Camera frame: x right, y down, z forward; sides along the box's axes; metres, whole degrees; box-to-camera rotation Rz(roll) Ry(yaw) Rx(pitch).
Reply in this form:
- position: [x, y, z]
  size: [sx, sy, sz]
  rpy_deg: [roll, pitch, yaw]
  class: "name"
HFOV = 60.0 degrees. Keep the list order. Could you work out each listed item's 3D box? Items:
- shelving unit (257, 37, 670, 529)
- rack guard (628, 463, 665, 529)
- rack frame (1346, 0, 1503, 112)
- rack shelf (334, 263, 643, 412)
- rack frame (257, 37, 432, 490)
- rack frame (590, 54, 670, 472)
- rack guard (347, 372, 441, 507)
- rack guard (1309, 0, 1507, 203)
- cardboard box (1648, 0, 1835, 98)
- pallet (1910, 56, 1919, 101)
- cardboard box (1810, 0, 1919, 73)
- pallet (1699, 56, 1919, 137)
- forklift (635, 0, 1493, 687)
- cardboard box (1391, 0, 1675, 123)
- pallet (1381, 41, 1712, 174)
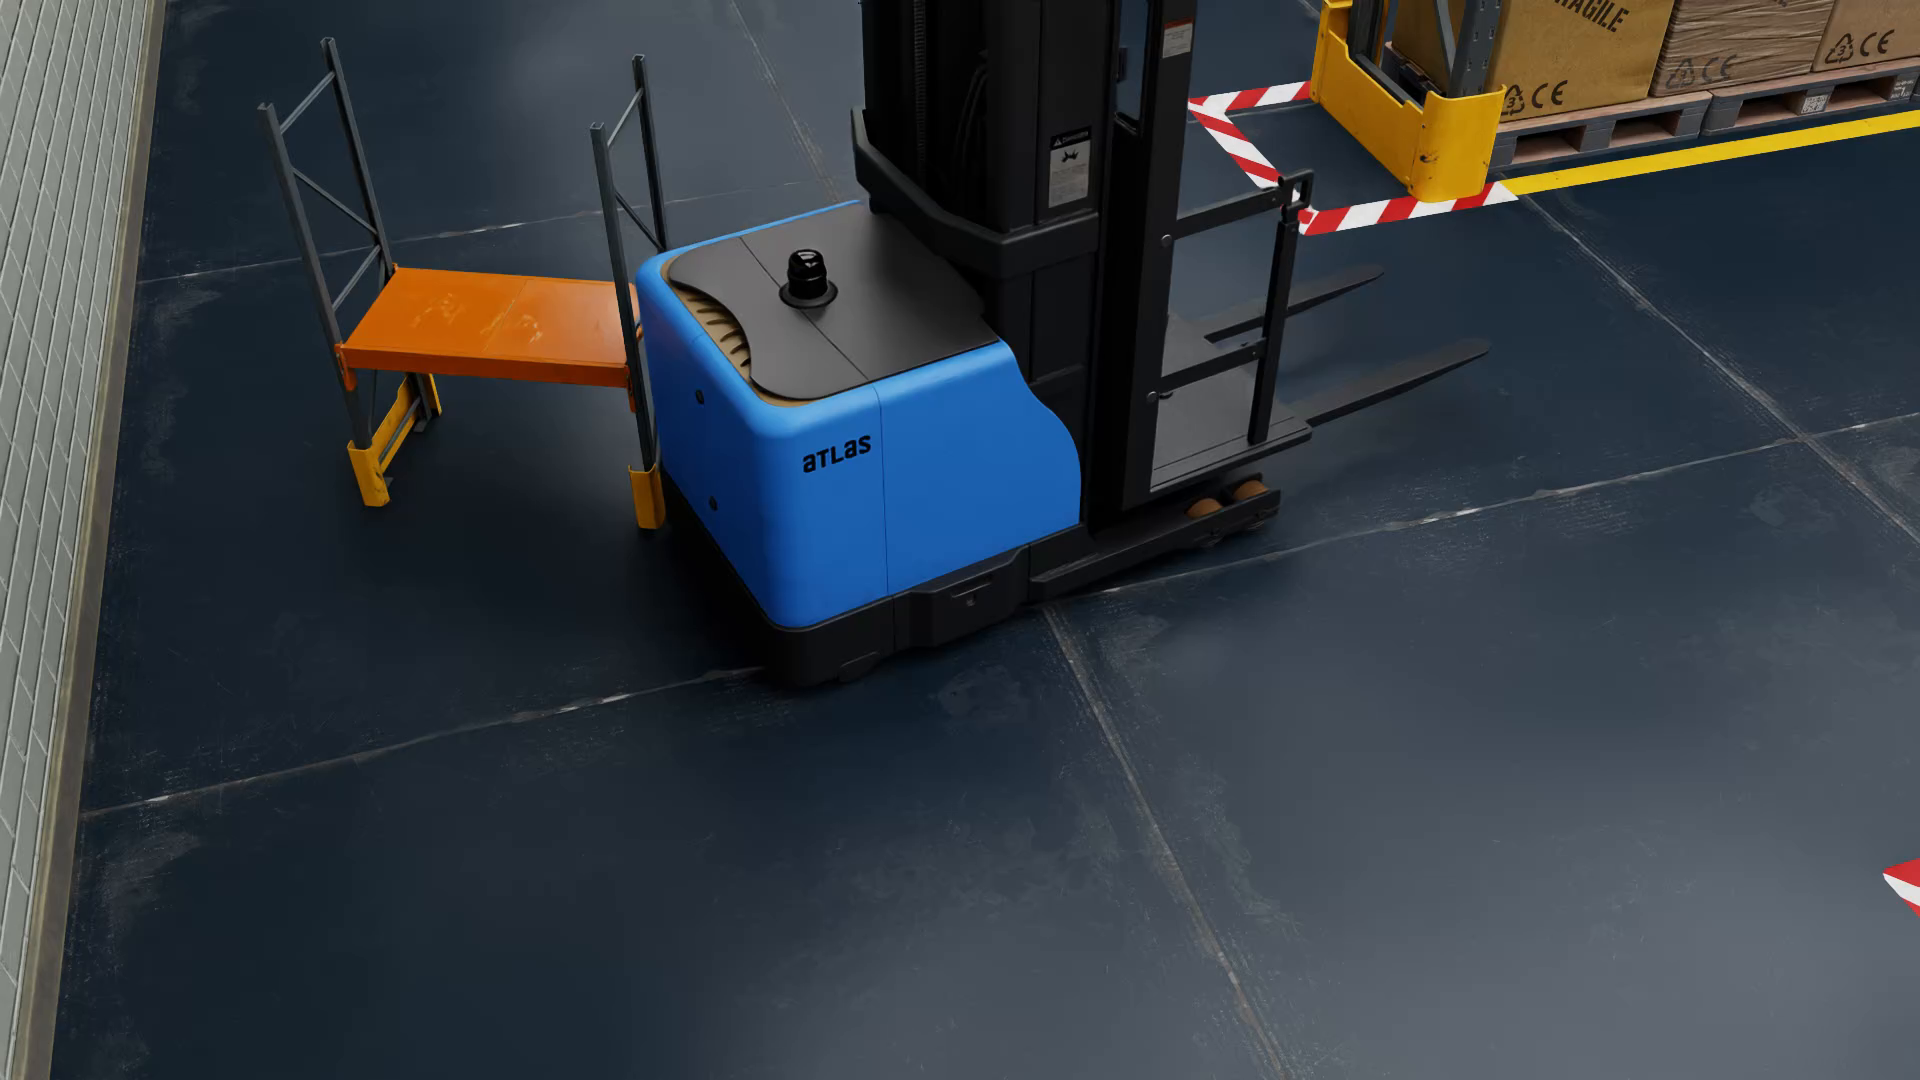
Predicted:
- position: [-1.547, -0.836, 5.567]
  size: [1.083, 1.500, 0.587]
  rpy_deg: [5, 41, 5]
  class: "shelving unit"
- position: [-1.052, -0.325, 5.933]
  size: [0.087, 0.250, 0.587]
  rpy_deg: [5, 41, 5]
  class: "rack guard"
- position: [2.084, -3.041, 6.951]
  size: [0.127, 3.000, 1.000]
  rpy_deg: [-12, 42, -13]
  class: "rack frame"
- position: [-1.538, -0.700, 5.684]
  size: [1.000, 0.185, 0.538]
  rpy_deg: [5, 41, 5]
  class: "rack shelf"
- position: [-2.042, -0.876, 5.612]
  size: [0.032, 1.500, 0.500]
  rpy_deg: [5, 41, 5]
  class: "rack frame"
- position: [-1.033, -0.795, 5.520]
  size: [0.032, 1.500, 0.500]
  rpy_deg: [5, 41, 5]
  class: "rack frame"
- position: [-2.041, -0.405, 6.023]
  size: [0.087, 0.250, 0.587]
  rpy_deg: [5, 41, 5]
  class: "rack guard"
- position: [2.061, -2.095, 7.768]
  size: [0.348, 0.500, 1.175]
  rpy_deg: [-12, 42, -13]
  class: "rack guard"
- position: [3.538, -2.755, 7.920]
  size: [0.875, 0.875, 0.875]
  rpy_deg: [-12, 42, -13]
  class: "cardboard box"
- position: [5.150, -2.680, 8.657]
  size: [1.213, 0.211, 1.003]
  rpy_deg: [-12, 42, -13]
  class: "pallet"
- position: [4.387, -2.931, 8.121]
  size: [0.875, 0.875, 0.875]
  rpy_deg: [-12, 42, -13]
  class: "cardboard box"
- position: [3.985, -2.437, 8.378]
  size: [1.213, 0.211, 1.003]
  rpy_deg: [-12, 42, -13]
  class: "pallet"
- position: [0.523, -1.362, 5.081]
  size: [3.031, 2.935, 1.130]
  rpy_deg: [-21, 45, -22]
  class: "forklift"
- position: [2.670, -2.576, 7.714]
  size: [0.875, 0.875, 0.875]
  rpy_deg: [-12, 42, -13]
  class: "cardboard box"
- position: [2.823, -2.198, 8.105]
  size: [1.213, 0.211, 1.003]
  rpy_deg: [-12, 42, -13]
  class: "pallet"
